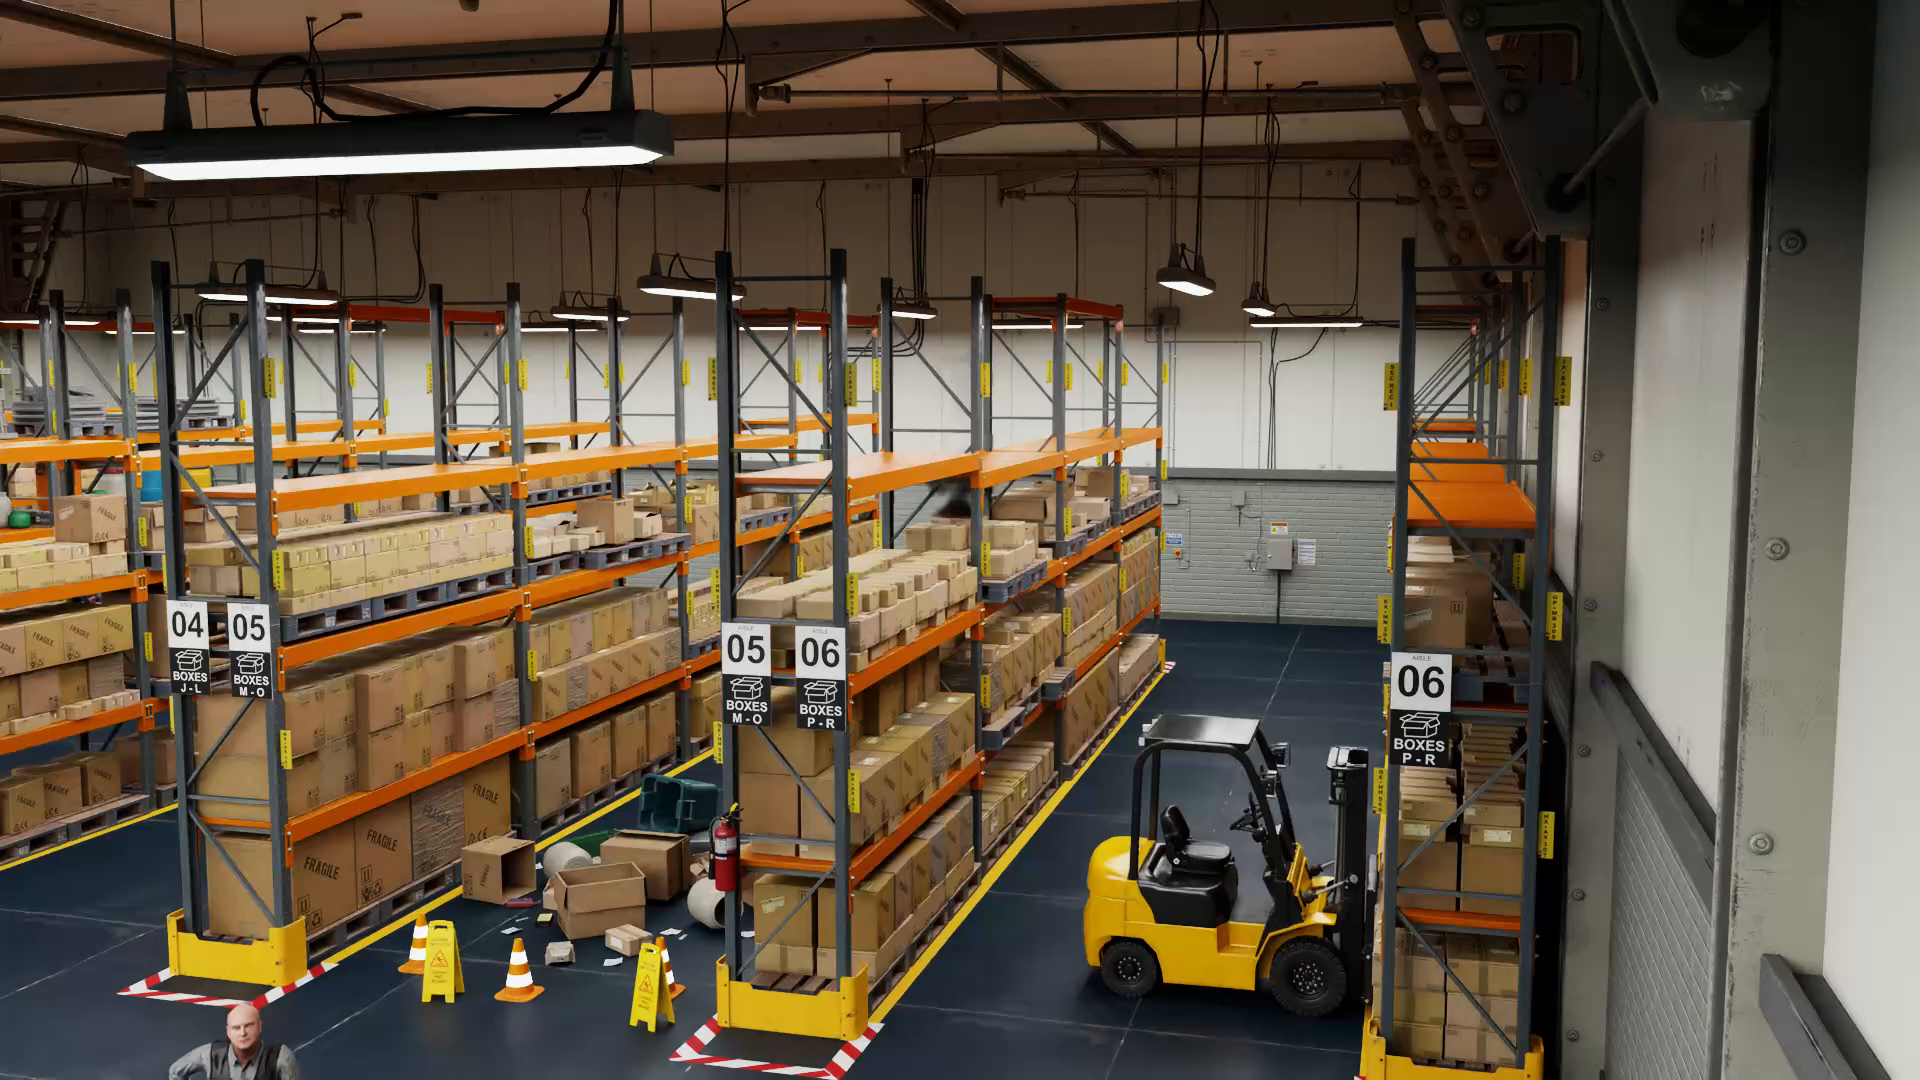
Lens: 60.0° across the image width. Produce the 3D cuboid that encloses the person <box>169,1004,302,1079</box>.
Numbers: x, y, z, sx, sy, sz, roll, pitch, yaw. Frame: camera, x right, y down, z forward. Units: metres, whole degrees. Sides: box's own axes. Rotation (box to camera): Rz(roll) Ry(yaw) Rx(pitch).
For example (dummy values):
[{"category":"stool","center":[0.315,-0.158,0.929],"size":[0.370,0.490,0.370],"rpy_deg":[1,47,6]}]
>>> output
[{"category":"person","center":[-3.945,3.352,9.117],"size":[0.690,1.671,0.760],"rpy_deg":[-3,7,-24]}]
